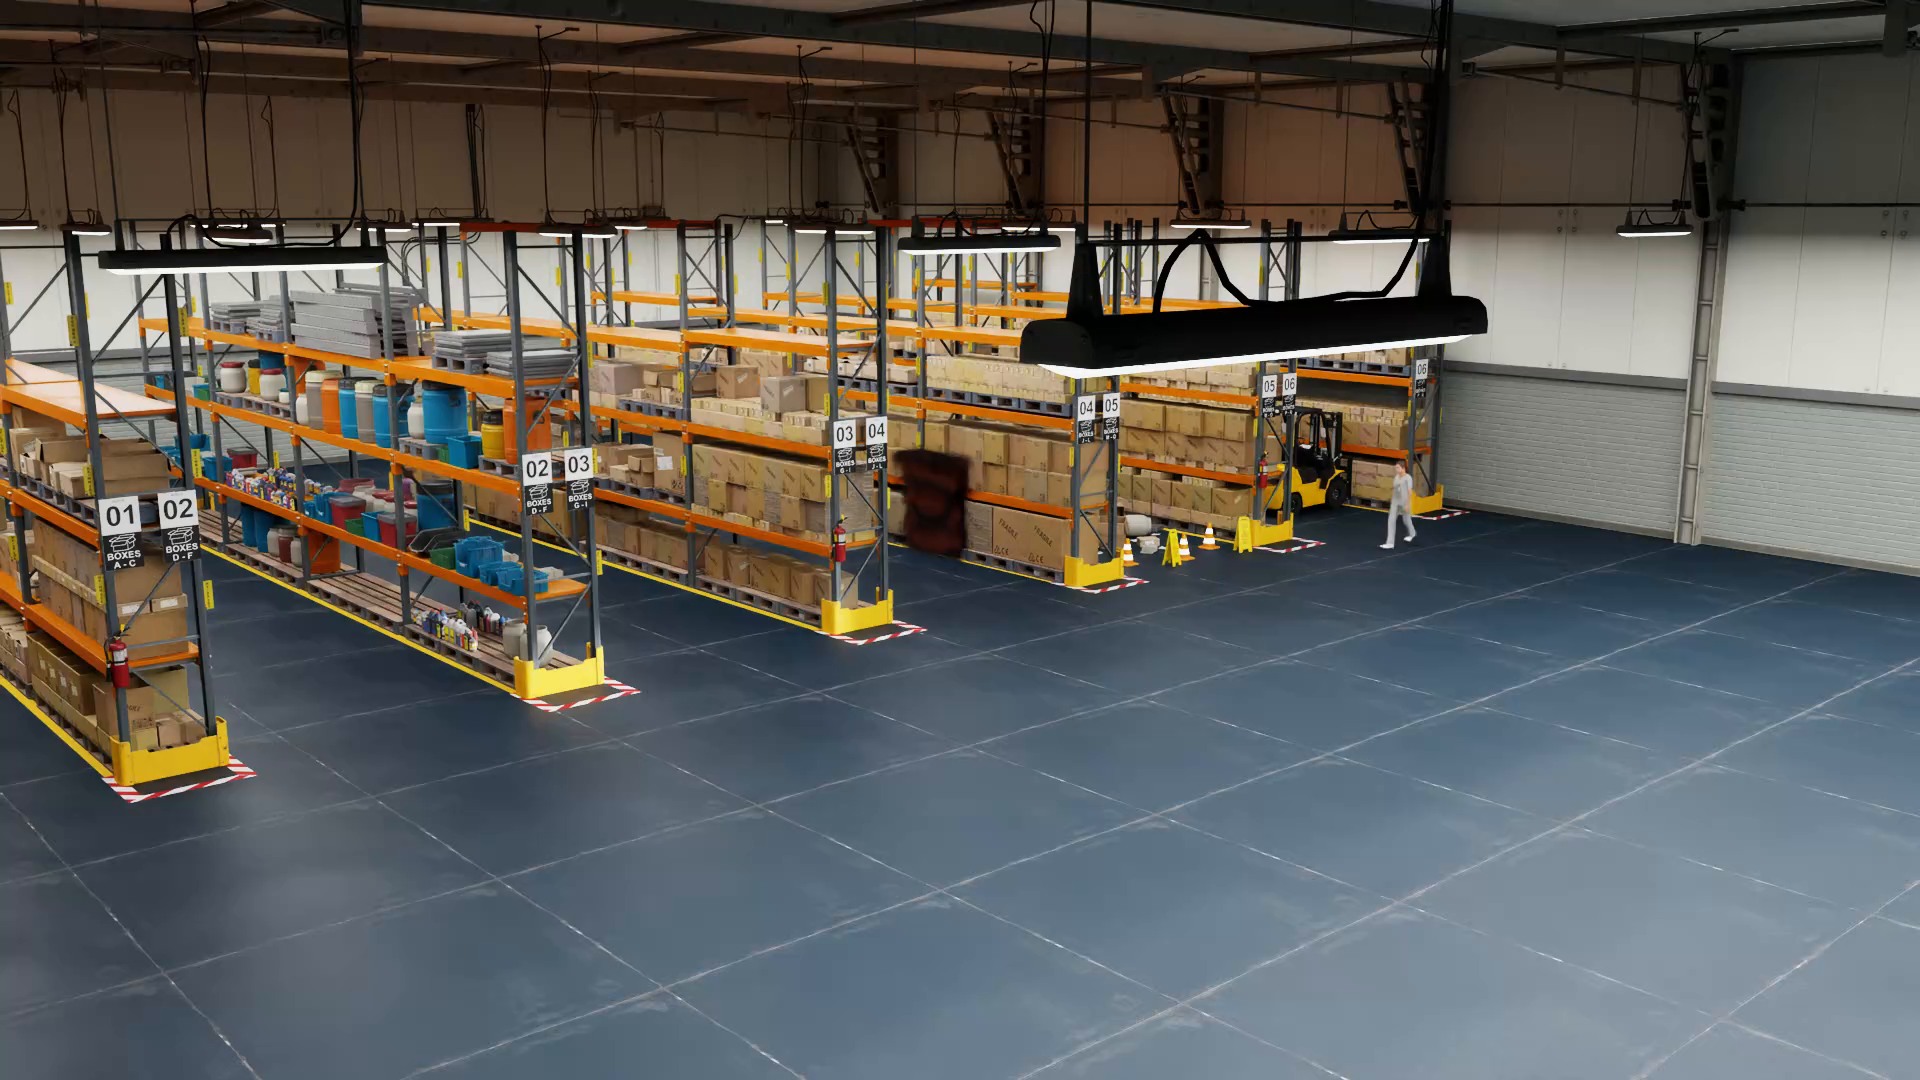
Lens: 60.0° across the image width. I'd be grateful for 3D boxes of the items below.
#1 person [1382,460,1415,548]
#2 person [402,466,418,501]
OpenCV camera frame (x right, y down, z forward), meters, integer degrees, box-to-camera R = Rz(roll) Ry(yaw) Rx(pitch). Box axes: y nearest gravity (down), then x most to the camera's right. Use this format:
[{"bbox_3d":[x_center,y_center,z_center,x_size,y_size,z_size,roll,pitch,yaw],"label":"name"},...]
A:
[{"bbox_3d":[8.266,-0.685,31.105,0.421,1.644,0.987,7,13,32],"label":"person"},{"bbox_3d":[-10.065,-0.566,30.561,0.484,1.599,0.359,10,15,41],"label":"person"}]
